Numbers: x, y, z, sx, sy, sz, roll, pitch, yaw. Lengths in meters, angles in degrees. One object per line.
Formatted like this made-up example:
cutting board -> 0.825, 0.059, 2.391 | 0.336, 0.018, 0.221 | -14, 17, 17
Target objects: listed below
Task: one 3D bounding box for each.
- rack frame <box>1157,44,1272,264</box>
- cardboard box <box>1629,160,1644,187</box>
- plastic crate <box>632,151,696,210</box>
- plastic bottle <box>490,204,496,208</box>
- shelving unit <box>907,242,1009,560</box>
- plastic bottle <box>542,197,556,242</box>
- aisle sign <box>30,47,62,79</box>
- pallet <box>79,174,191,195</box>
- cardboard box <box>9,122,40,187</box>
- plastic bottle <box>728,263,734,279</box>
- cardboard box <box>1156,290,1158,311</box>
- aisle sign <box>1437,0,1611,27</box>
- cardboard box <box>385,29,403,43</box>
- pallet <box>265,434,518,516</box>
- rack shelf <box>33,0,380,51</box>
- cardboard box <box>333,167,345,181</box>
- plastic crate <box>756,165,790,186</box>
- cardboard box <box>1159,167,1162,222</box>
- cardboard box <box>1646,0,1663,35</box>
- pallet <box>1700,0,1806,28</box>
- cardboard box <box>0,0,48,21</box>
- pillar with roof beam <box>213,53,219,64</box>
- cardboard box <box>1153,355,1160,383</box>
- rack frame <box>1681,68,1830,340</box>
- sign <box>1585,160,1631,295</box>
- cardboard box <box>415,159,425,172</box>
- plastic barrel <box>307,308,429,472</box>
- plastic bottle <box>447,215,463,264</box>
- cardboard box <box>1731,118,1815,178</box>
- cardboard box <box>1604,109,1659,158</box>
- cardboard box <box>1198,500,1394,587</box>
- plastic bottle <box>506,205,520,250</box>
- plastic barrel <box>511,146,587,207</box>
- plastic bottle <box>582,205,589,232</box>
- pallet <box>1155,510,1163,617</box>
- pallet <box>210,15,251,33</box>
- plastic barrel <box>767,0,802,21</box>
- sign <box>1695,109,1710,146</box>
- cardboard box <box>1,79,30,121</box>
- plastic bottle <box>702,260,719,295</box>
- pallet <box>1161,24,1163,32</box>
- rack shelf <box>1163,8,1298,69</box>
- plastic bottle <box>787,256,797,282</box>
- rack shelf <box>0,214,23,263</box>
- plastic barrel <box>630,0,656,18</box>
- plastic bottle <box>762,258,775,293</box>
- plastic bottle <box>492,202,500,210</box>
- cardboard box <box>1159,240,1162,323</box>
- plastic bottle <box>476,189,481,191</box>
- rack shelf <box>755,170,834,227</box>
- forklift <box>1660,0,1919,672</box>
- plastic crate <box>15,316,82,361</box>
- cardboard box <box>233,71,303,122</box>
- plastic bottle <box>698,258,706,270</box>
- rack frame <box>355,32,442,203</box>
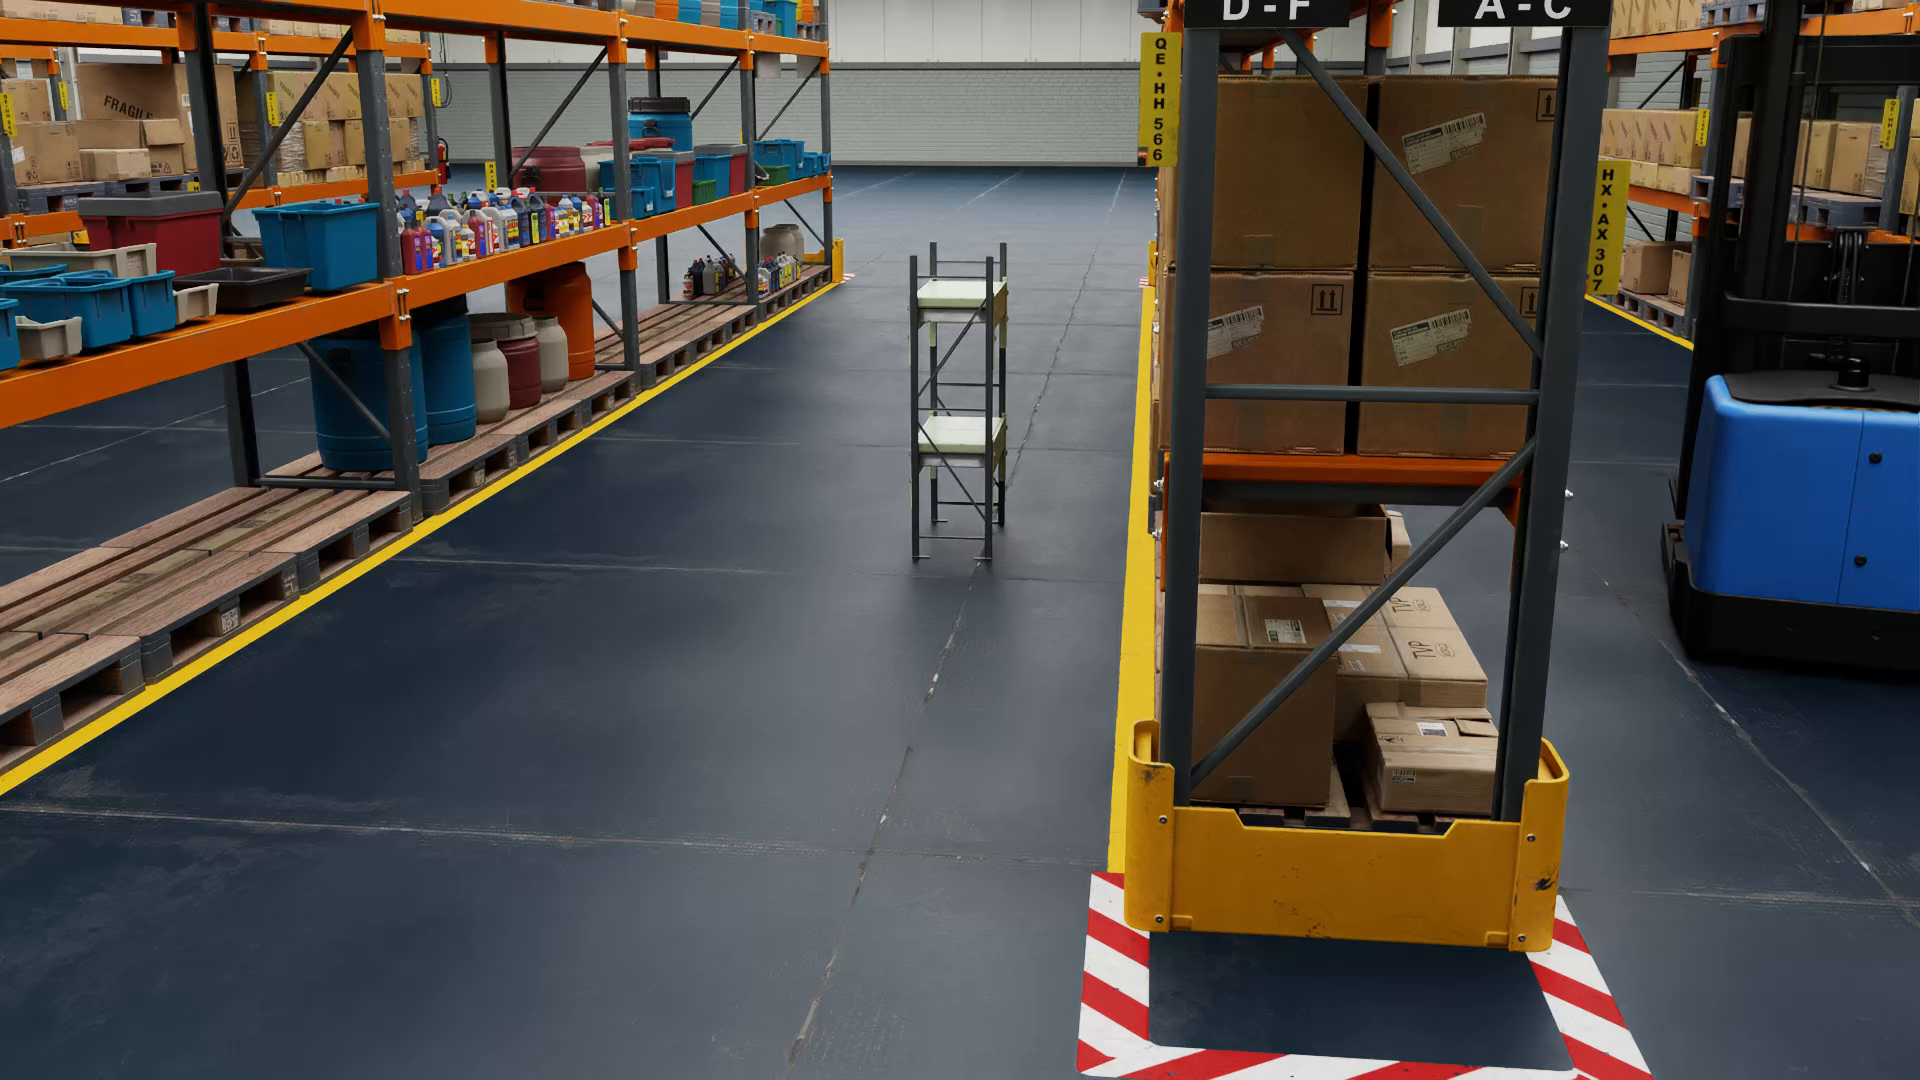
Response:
rack frame -> 2.403, -3.480, 15.785 | 1.000, 3.000, 0.127 | 2, 15, 6
cardboard box -> 7.239, -3.794, 17.197 | 0.500, 0.250, 0.500 | 2, 15, 7
plastic crate -> -2.484, -3.030, 14.000 | 0.402, 0.464, 0.583 | 2, 15, 6
plastic bottle -> -2.941, -1.983, 10.495 | 0.097, 0.271, 0.097 | 0, 15, 0
shelving unit -> 0.001, -0.726, 8.473 | 0.431, 1.500, 0.755 | 2, 15, 6
plastic bottle -> -2.721, -2.119, 10.976 | 0.061, 0.283, 0.133 | 2, 15, 6
aisle sign -> -11.600, -6.247, 21.037 | 0.394, 0.787, 0.004 | 2, 15, 6
pallet -> -7.709, -3.157, 14.959 | 1.003, 0.211, 1.213 | 2, 15, 6
cardboard box -> -7.870, -3.127, 13.485 | 0.500, 0.500, 0.500 | 0, 15, -1
plastic bottle -> -2.593, -3.038, 18.668 | 0.097, 0.201, 0.097 | 0, 15, 0
cardboard box -> 1.818, -1.867, 13.207 | 0.500, 0.311, 0.500 | 1, 15, 5
aisle sign -> 1.333, -1.596, 3.838 | 0.394, 0.787, 0.004 | 2, 15, 6
cardboard box -> -6.844, -5.924, 19.363 | 0.500, 0.250, 0.500 | 2, 15, 7
pallet -> -3.293, -0.405, 9.754 | 1.003, 0.211, 1.213 | 2, 15, 6
rack shelf -> -3.647, -2.134, 6.439 | 1.077, 0.370, 4.000 | 2, 15, 6
cardboard box -> -7.000, -4.023, 18.275 | 0.380, 0.149, 0.250 | 2, 15, 6
plastic crate -> -2.085, -3.868, 17.627 | 0.450, 0.188, 0.662 | 2, 15, 6
cardboard box -> 0.993, -1.421, 6.063 | 0.500, 0.500, 0.500 | 2, 15, 8
cardboard box -> 7.300, -5.386, 16.859 | 0.500, 0.500, 0.500 | 3, 15, 10
pallet -> 7.149, -4.535, 14.301 | 1.213, 0.211, 1.003 | 2, 15, 6
cardboard box -> -7.586, -4.225, 13.082 | 0.500, 0.250, 0.500 | 2, 15, 7
pillar with roof beam -> -15.756, -14.087, 43.519 | 9.100, 9.000, 0.400 | 2, 15, 6
cardboard box -> 1.392, -0.805, 9.839 | 0.500, 0.500, 0.500 | 2, 15, 7
rack frame -> 7.325, -3.335, 15.249 | 1.000, 3.000, 0.127 | 2, 15, 6
sign -> 1.588, -0.770, 4.103 | 0.100, 0.325, 0.005 | 2, 15, 6
cardboard box -> -6.816, -4.609, 20.441 | 0.380, 0.149, 0.250 | 2, 15, 6
plastic barrel -> -3.343, -0.882, 9.394 | 0.600, 0.901, 0.708 | 2, 15, 6
plastic bottle -> -2.909, -1.723, 9.533 | 0.097, 0.271, 0.097 | 0, 15, 0
cardboard box -> 7.234, -3.465, 14.694 | 0.700, 0.500, 0.500 | 2, 15, 6
cardboard box -> 7.358, -4.429, 18.106 | 0.500, 0.500, 0.500 | 2, 15, 6
cardboard box -> 1.293, 0.075, 6.577 | 0.797, 0.503, 0.637 | 2, 15, 6
plastic bottle -> -2.809, -1.953, 10.386 | 0.097, 0.271, 0.097 | 0, 15, 0
plastic barrel -> -3.219, -2.784, 12.952 | 0.600, 0.536, 0.708 | 2, 15, 6
plastic bottle -> -2.660, -2.261, 11.659 | 0.097, 0.201, 0.097 | 0, 15, 0
pallet -> 1.421, 0.119, 7.817 | 1.003, 0.211, 1.213 | 2, 15, 6
pallet -> -7.616, -4.973, 15.920 | 1.213, 0.211, 1.003 | 2, 15, 6
plastic barrel -> -2.070, -6.106, 18.586 | 0.600, 0.588, 0.600 | 0, 15, 0
sign -> 6.785, -3.767, 15.188 | 0.100, 0.325, 0.005 | 2, 15, 6
cardboard box -> -11.956, -5.336, 20.292 | 0.875, 0.550, 0.550 | 2, 15, 6
plastic bottle -> -2.589, -2.732, 17.250 | 0.144, 0.351, 0.185 | 2, 15, 6
pallet -> 2.613, -5.423, 17.393 | 1.003, 0.211, 1.213 | 2, 15, 6
rack shelf -> 2.177, -4.062, 13.569 | 1.077, 0.370, 4.000 | 2, 15, 6
plastic bottle -> -1.895, -3.008, 18.415 | 0.152, 0.276, 0.135 | 2, 15, 7
rack shelf -> -8.117, -1.869, 11.206 | 1.077, 0.370, 4.000 | 2, 15, 6
plastic barrel -> -2.662, -4.486, 12.798 | 0.600, 0.901, 0.600 | 0, 15, 0
plastic bottle -> -2.015, -2.758, 17.345 | 0.144, 0.351, 0.185 | 2, 15, 8
plastic bottle -> -3.266, -2.272, 11.698 | 0.097, 0.201, 0.097 | 0, 15, 0
cardboard box -> 1.058, -1.067, 6.668 | 0.500, 0.500, 0.500 | 2, 15, 6
plastic bottle -> -3.423, -2.346, 11.816 | 0.061, 0.283, 0.133 | 2, 15, 6
rack shelf -> -2.293, -3.798, 18.340 | 1.077, 0.370, 4.000 | 2, 15, 6
forklift -> 3.968, -1.228, 7.589 | 1.130, 2.935, 3.031 | 6, 16, 20
plastic crate -> -3.323, -0.727, 5.995 | 0.250, 0.136, 0.298 | 2, 15, 6
cardboard box -> -7.137, -4.556, 17.089 | 0.500, 0.500, 0.500 | 2, 15, 6
plastic bottle -> -2.711, -2.786, 17.449 | 0.144, 0.351, 0.185 | 1, 15, 3
rack frame -> -6.989, -4.810, 20.704 | 1.000, 3.000, 0.127 | 2, 15, 6
